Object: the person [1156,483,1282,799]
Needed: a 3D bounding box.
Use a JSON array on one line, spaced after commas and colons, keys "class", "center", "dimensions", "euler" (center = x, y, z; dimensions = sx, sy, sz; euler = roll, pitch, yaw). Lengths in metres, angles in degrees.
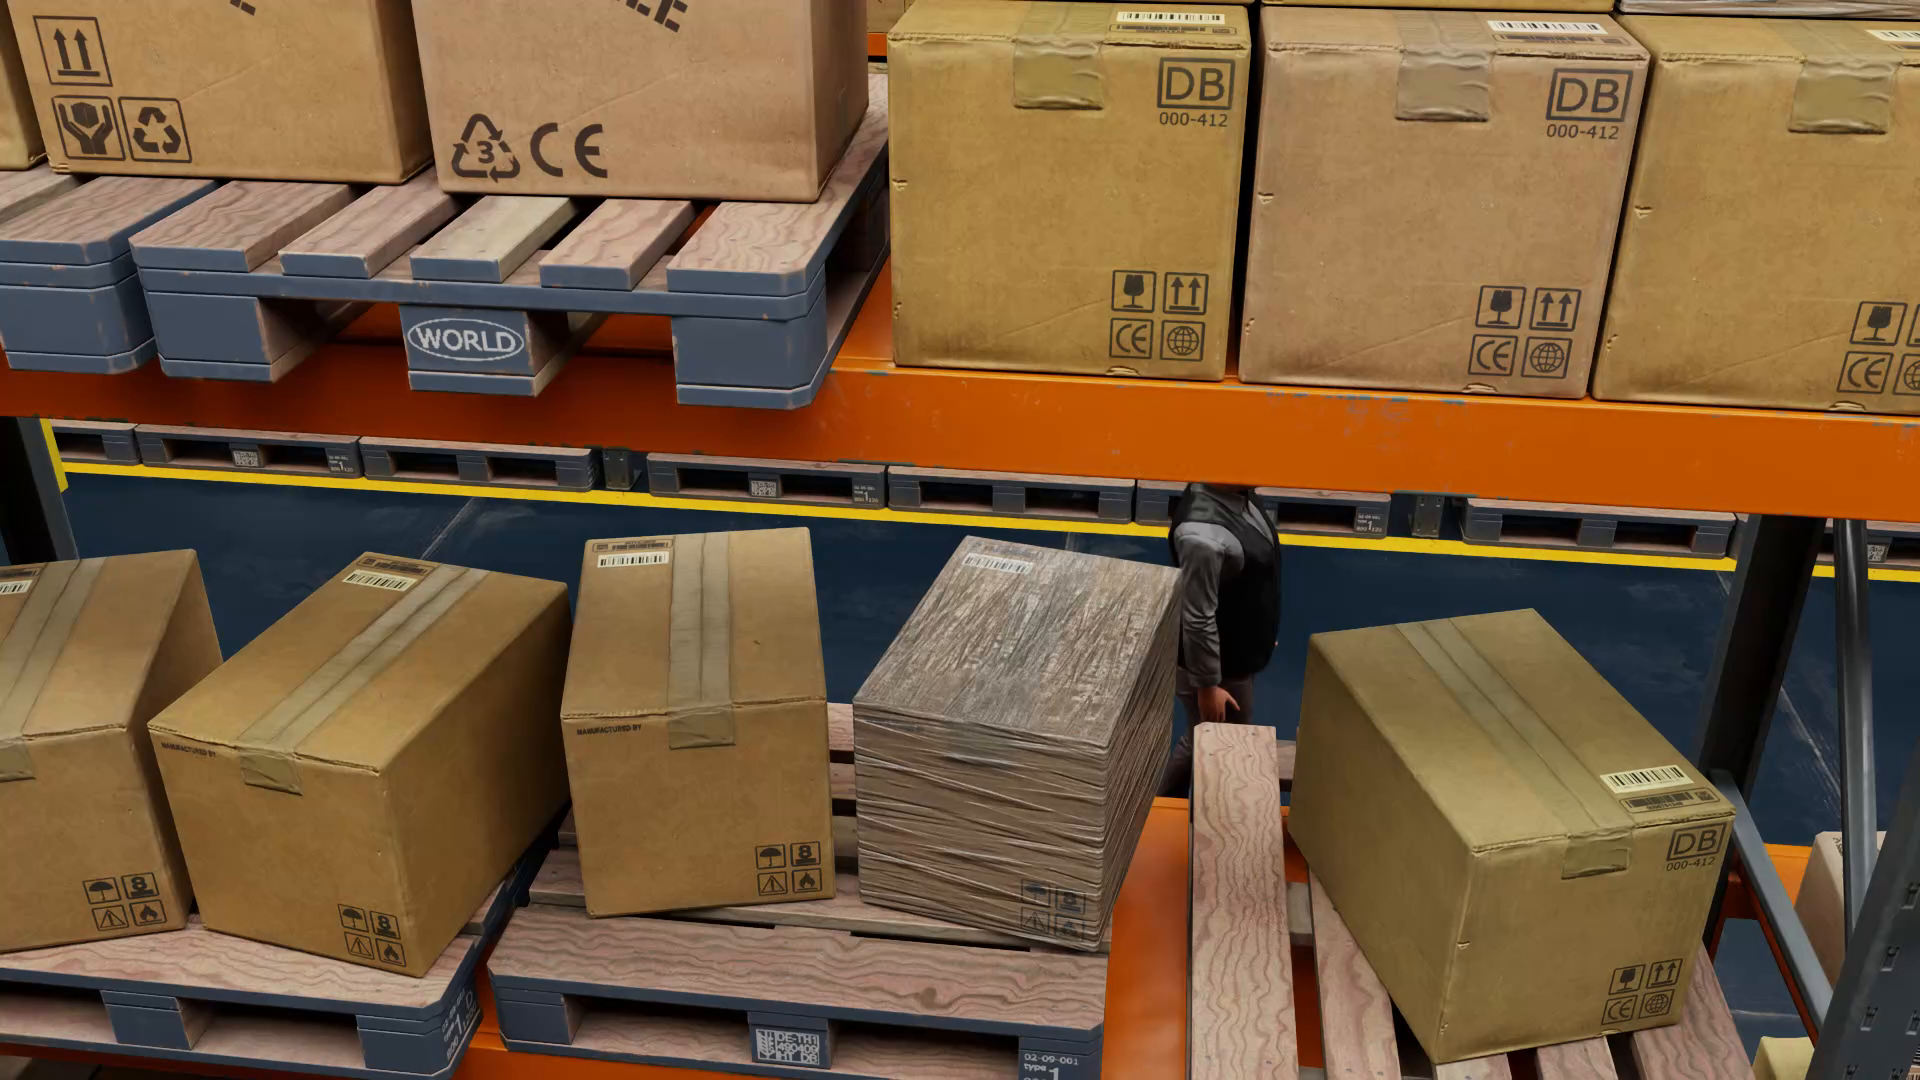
[{"class": "person", "center": [0.855, 0.391, 5.416], "dimensions": [0.523, 1.736, 0.555], "euler": [8, 29, 15]}]
